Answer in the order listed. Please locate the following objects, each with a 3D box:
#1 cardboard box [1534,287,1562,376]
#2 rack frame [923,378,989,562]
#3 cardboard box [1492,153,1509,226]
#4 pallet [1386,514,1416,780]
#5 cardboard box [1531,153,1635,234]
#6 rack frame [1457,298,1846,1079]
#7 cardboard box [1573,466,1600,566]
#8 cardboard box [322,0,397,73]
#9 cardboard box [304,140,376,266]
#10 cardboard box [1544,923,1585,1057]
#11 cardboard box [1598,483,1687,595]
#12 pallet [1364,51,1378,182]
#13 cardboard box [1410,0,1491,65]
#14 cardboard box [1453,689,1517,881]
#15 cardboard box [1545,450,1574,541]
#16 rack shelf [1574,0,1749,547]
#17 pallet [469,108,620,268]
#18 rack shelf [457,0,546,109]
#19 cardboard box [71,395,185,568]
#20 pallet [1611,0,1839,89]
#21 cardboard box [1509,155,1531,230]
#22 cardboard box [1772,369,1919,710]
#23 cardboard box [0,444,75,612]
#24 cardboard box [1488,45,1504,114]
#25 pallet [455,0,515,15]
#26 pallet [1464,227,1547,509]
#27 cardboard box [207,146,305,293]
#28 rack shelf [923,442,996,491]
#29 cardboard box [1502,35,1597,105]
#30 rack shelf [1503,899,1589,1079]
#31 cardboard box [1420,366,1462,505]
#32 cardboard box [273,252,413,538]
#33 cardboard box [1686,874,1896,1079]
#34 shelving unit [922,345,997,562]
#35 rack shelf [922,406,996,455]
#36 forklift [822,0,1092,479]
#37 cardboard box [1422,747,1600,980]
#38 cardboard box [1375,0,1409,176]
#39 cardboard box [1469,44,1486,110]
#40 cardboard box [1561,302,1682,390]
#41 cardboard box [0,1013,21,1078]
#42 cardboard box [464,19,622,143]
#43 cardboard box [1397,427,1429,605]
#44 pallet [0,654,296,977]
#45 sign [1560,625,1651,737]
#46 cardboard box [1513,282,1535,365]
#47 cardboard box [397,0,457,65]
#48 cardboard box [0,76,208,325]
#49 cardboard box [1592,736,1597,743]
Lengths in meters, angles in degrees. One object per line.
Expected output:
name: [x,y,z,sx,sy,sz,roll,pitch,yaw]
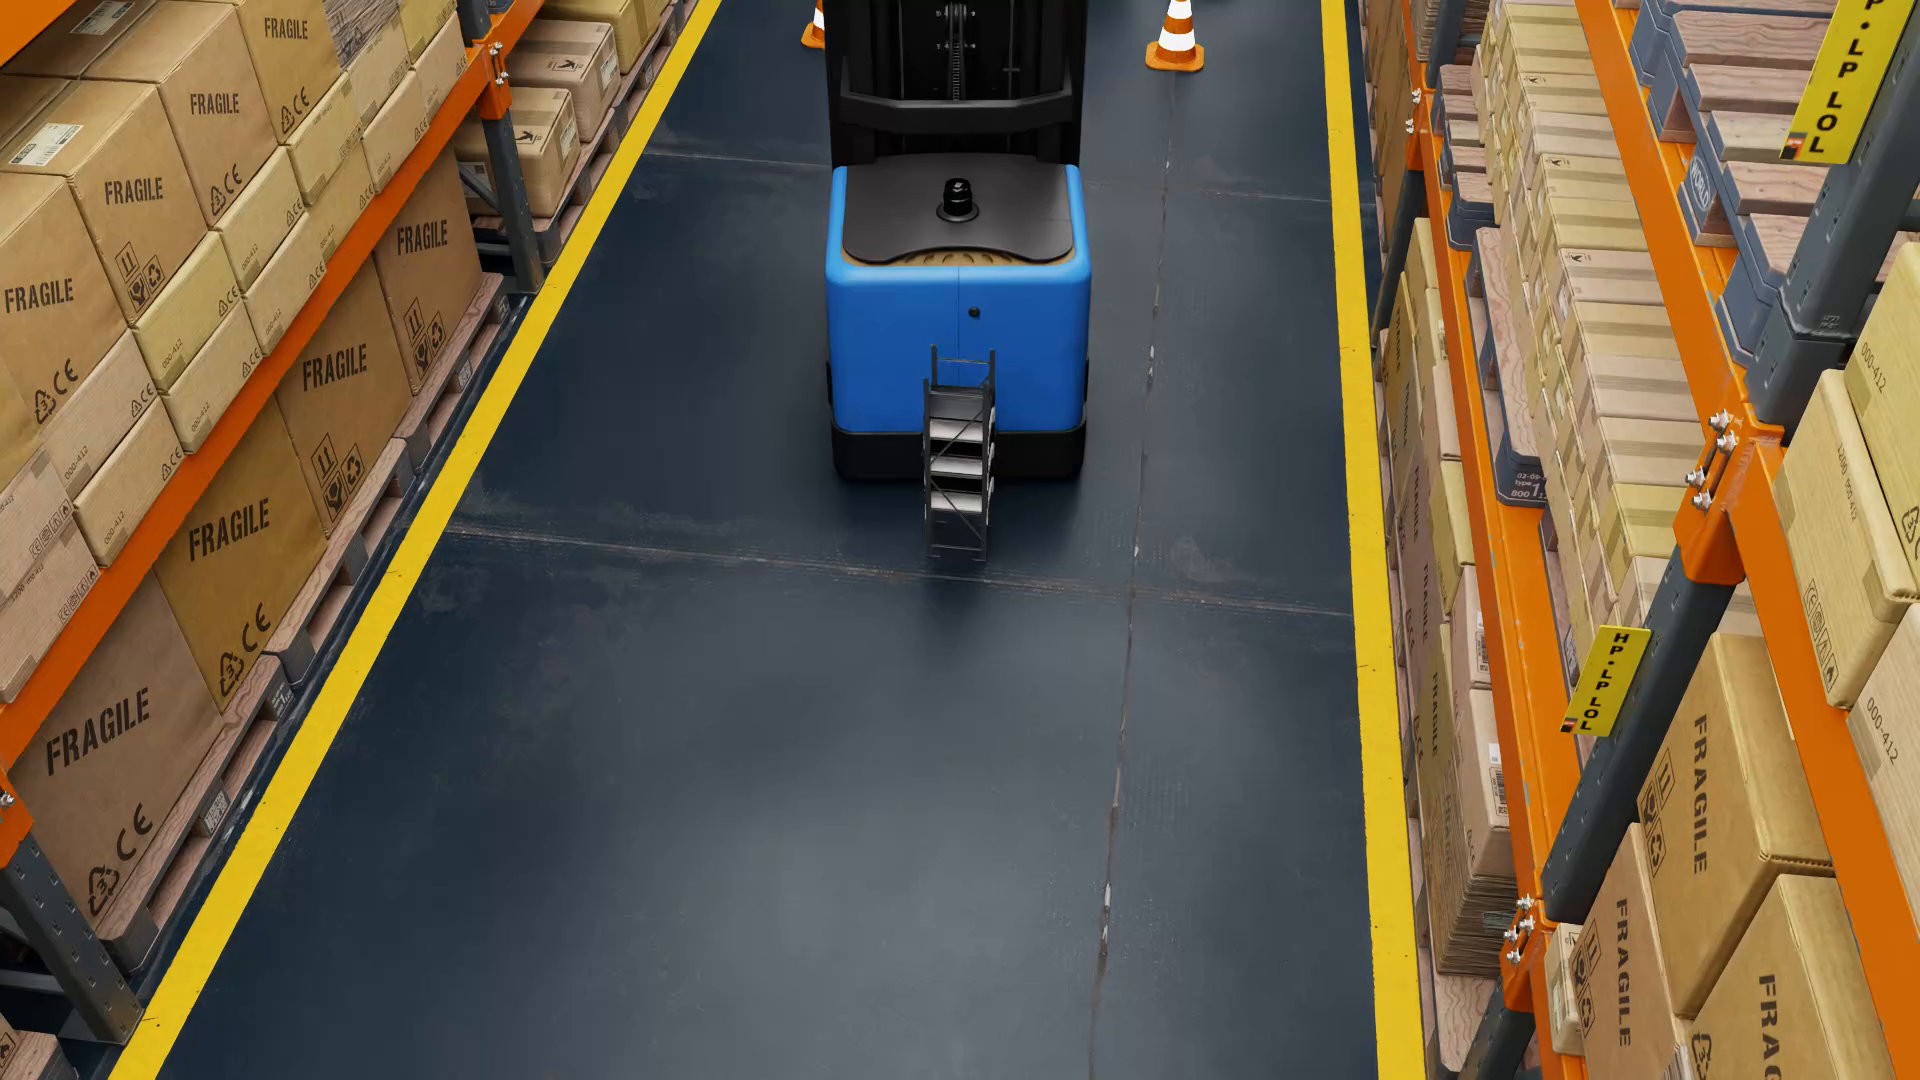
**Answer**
cardboard box: [1.901,-0.596,4.858,0.380,0.149,0.250,5,44,6]
rack frame: [-0.015,-0.252,6.362,0.240,0.900,0.006,5,44,6]
cardboard box: [2.039,-1.188,5.701,0.380,0.149,0.250,7,44,7]
pallet: [2.134,0.410,6.164,1.003,0.211,1.213,5,44,6]
cardboard box: [1.977,-1.049,5.120,0.380,0.149,0.250,6,44,7]
rack frame: [1.874,0.762,3.764,1.000,3.000,0.127,5,44,6]
cardboard box: [1.800,-0.045,4.277,0.380,0.149,0.250,7,44,7]
cardboard box: [-2.386,-2.018,5.900,0.500,0.500,0.500,6,44,6]
cardboard box: [-2.461,-1.232,5.978,0.500,0.250,0.500,5,44,5]
cardboard box: [1.512,1.016,3.678,0.380,0.149,0.250,7,44,7]
cardboard box: [1.768,0.010,4.003,0.380,0.149,0.250,4,44,4]
pallet: [2.745,-2.311,9.038,1.003,0.211,1.213,5,44,6]
cardboard box: [2.196,-2.332,6.959,0.500,0.500,0.500,5,44,6]
cardboard box: [1.722,0.714,4.782,0.500,0.250,0.500,4,44,4]
cardboard box: [1.832,-0.106,4.557,0.380,0.149,0.250,3,44,3]
rack shelf: [2.138,-1.429,4.420,1.077,0.370,4.000,5,44,6]
pallet: [-2.412,-1.865,8.567,1.003,0.211,1.213,5,44,6]
rack shelf: [-2.253,-3.447,8.732,1.077,0.370,4.000,5,44,6]
cardboard box: [-2.659,-0.194,4.882,0.500,0.250,0.500,4,44,4]
pallet: [2.195,-1.378,3.978,1.213,0.211,1.003,5,44,6]
cardboard box: [2.007,-1.114,5.405,0.380,0.149,0.250,5,44,6]
cardboard box: [1.551,0.018,2.476,0.500,0.250,0.500,7,44,8]
cardboard box: [-2.708,-0.021,4.336,0.500,0.250,0.500,4,44,4]
cardboard box: [2.106,-1.637,5.959,0.380,0.149,0.250,7,44,8]
pallet: [-2.529,-2.771,7.635,1.213,0.211,1.003,5,44,6]
pallet: [2.182,-0.542,5.280,1.003,0.211,1.213,5,44,6]
cardboard box: [-2.509,-1.065,5.439,0.500,0.250,0.500,4,44,4]
rack shelf: [-0.001,-0.297,6.458,0.258,0.077,0.200,5,44,6]
cardboard box: [2.080,-1.594,5.697,0.380,0.149,0.250,5,44,5]
rack shelf: [1.609,2.386,2.572,1.077,0.370,4.000,5,44,6]
cardboard box: [1.926,-0.352,5.907,0.500,0.250,0.500,6,44,6]
cardboard box: [-2.813,-0.656,6.501,0.875,0.875,0.875,6,44,6]
cardboard box: [1.519,0.894,2.608,0.500,0.500,0.500,4,44,4]
shelving unit: [-0.001,-0.321,6.435,0.258,0.900,0.210,5,44,6]
rack shelf: [-0.001,-0.428,6.334,0.258,0.077,0.200,5,44,6]
forklift: [-0.023,-2.312,7.060,1.130,2.935,3.031,-1,43,-1]
cardboard box: [1.722,0.989,5.036,0.500,0.500,0.500,4,44,5]
cardboard box: [2.685,-2.303,8.331,1.050,0.750,0.750,6,44,6]
cardboard box: [2.143,-1.739,6.282,0.380,0.149,0.250,5,44,5]
cardboard box: [1.875,-0.512,4.554,0.380,0.149,0.250,4,44,4]
cardboard box: [-3.235,1.577,4.461,0.875,0.438,0.875,5,44,5]
cardboard box: [-2.343,-2.432,8.742,0.950,0.372,0.625,4,44,5]
cardboard box: [1.930,-0.057,6.141,0.500,0.500,0.500,4,44,4]
pallet: [-3.019,0.860,5.688,1.003,0.211,1.213,5,44,6]
sign: [1.323,0.293,3.417,0.100,0.325,0.005,5,44,6]
cardboard box: [1.934,-0.658,5.141,0.380,0.149,0.250,4,44,4]
cardboard box: [-2.329,-2.119,6.552,0.500,0.250,0.500,5,44,5]
cardboard box: [-2.594,-0.983,4.807,0.500,0.500,0.500,4,44,4]
cardboard box: [1.730,0.412,4.011,0.380,0.149,0.250,4,44,5]
